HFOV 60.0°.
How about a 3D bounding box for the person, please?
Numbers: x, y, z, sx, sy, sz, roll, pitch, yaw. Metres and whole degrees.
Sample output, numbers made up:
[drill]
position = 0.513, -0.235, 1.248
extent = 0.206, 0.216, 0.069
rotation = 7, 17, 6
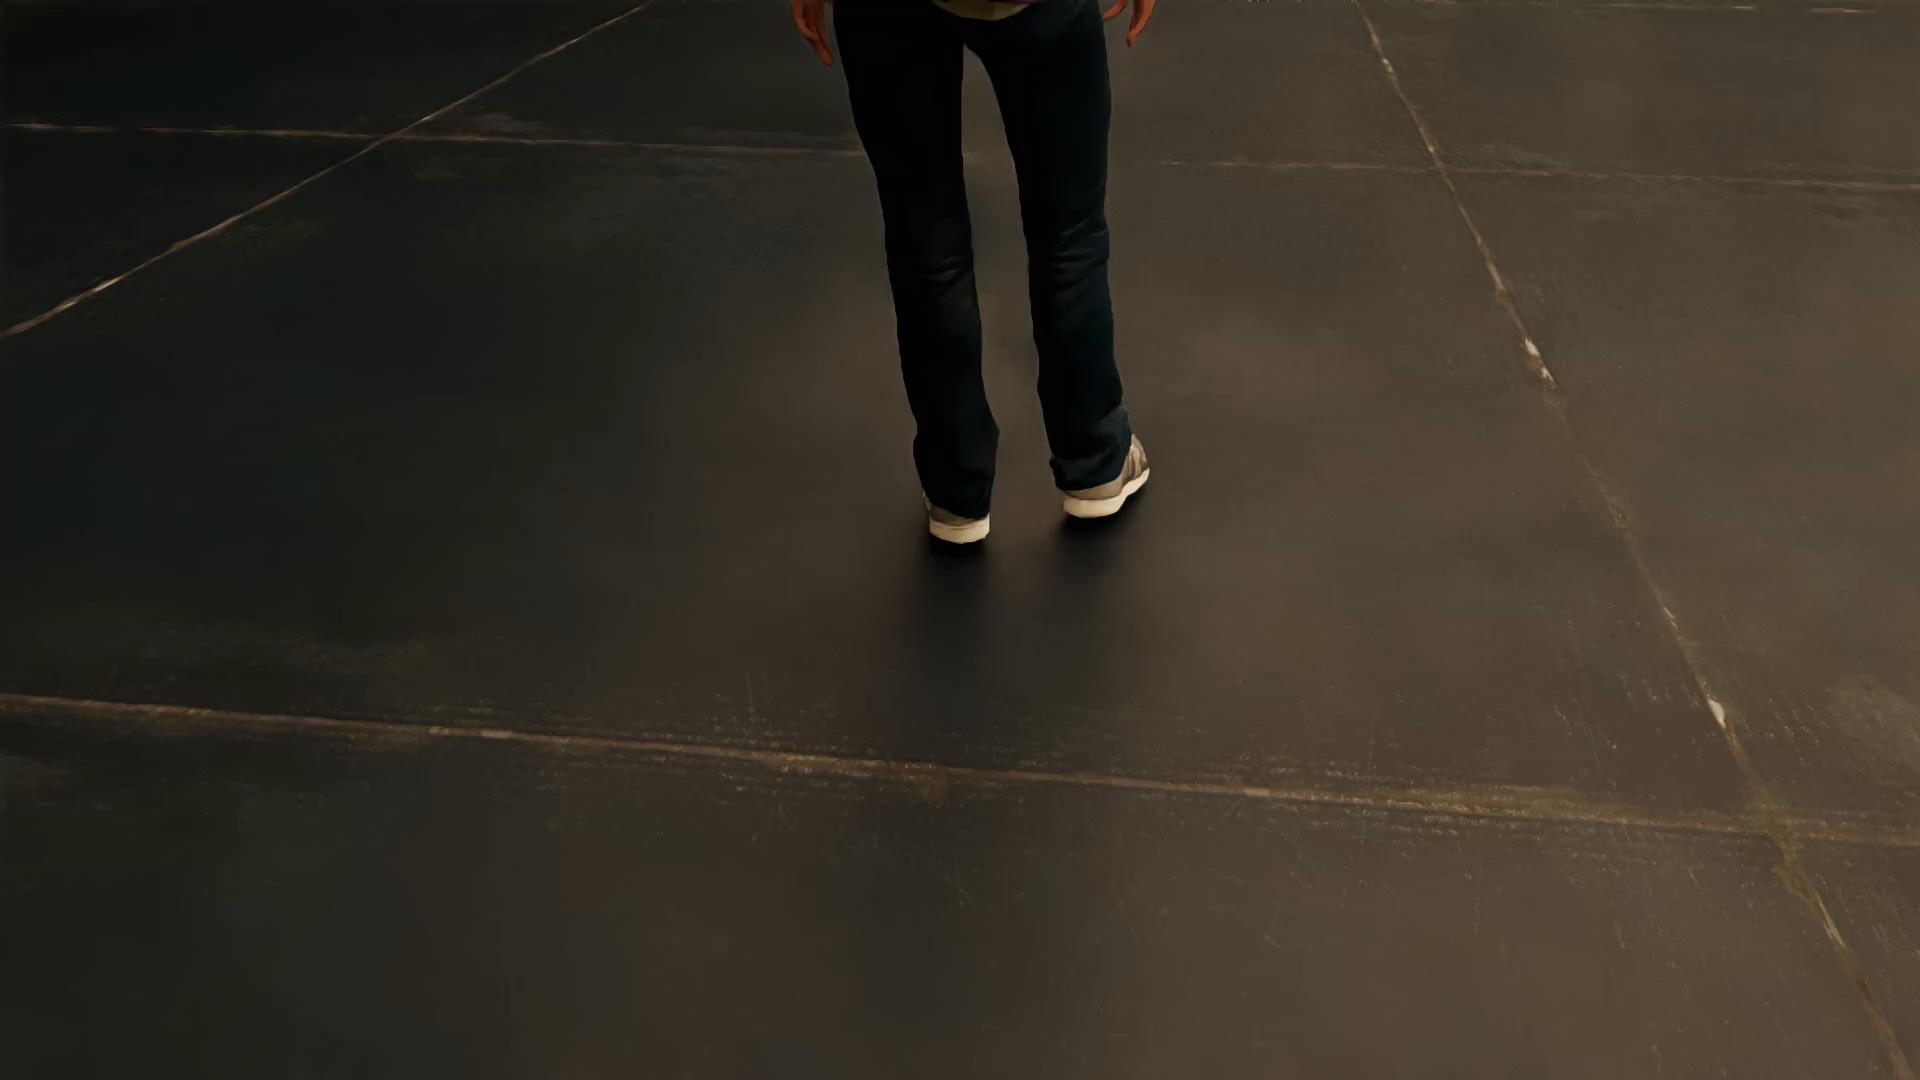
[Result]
[person]
position = 0.024, -0.753, 2.205
extent = 0.520, 1.597, 0.474
rotation = 3, 27, 7
